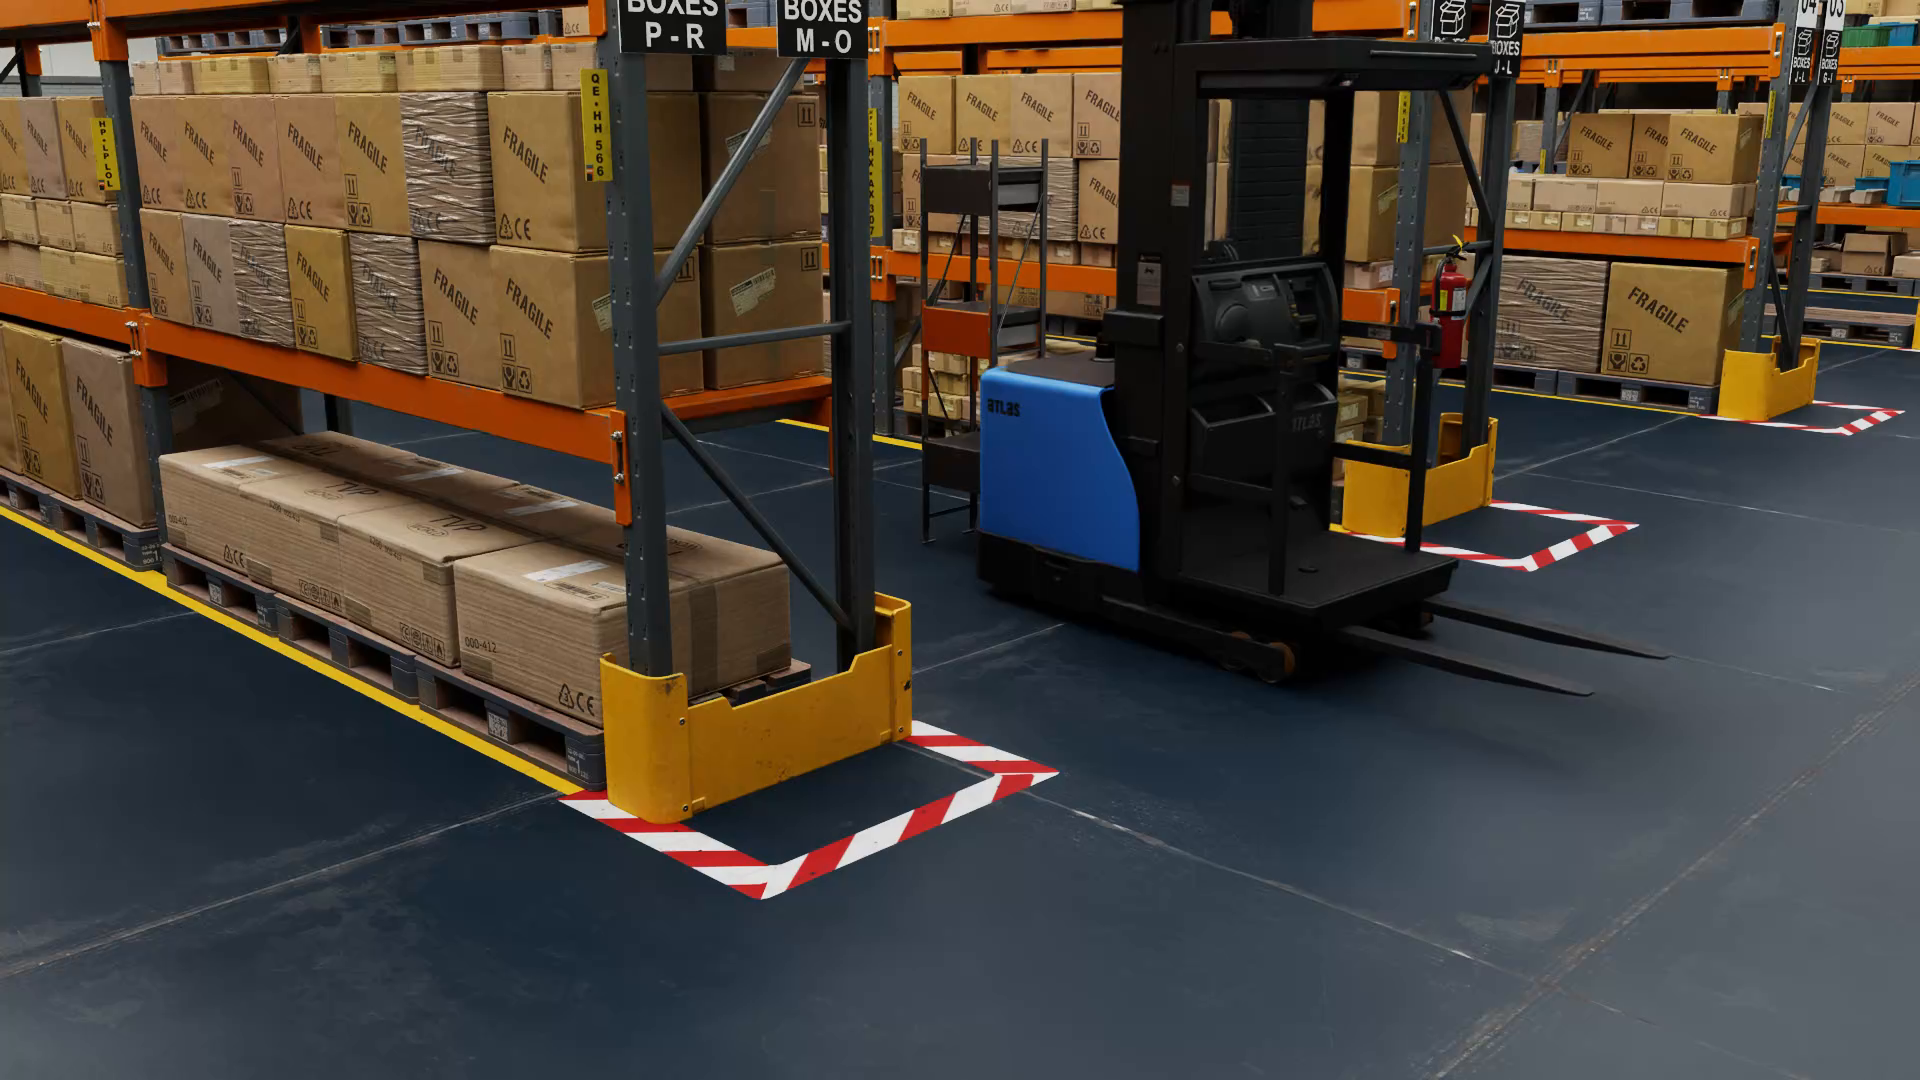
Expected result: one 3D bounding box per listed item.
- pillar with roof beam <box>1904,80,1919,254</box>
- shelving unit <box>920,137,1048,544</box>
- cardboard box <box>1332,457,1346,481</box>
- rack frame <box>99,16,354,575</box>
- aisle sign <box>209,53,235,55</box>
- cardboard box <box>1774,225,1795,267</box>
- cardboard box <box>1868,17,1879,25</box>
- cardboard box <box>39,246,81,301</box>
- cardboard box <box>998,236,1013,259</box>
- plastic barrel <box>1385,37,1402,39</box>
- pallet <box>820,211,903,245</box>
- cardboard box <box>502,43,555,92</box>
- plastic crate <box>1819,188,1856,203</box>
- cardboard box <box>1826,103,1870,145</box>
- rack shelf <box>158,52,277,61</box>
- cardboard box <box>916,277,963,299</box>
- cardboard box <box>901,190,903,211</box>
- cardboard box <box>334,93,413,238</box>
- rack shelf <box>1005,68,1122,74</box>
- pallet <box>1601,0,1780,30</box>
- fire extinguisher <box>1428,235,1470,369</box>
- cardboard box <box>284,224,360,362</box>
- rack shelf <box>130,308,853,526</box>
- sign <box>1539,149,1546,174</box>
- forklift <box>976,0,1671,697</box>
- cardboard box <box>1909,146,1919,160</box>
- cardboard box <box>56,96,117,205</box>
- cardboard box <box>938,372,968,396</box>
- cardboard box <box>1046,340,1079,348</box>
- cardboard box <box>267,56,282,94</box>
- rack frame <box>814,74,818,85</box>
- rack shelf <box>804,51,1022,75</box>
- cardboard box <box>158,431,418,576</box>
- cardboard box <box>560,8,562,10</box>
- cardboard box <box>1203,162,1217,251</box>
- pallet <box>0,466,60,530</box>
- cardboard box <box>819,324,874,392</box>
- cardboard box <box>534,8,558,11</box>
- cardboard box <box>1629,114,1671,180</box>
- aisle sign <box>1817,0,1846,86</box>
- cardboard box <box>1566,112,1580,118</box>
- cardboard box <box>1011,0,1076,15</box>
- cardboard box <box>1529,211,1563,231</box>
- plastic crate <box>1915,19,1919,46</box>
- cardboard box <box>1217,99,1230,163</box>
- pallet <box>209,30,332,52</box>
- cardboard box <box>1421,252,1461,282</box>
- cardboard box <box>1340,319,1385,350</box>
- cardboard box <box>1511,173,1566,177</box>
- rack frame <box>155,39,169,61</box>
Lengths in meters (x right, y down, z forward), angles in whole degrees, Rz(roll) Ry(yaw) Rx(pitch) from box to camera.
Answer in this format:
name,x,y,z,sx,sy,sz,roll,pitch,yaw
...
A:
name,x,y,z,sx,sy,sz,roll,pitch,yaw
pillar with roof beam,11.731,-8.014,21.841,0.400,9.000,9.100,14,20,42
shelving unit,0.119,-0.987,8.556,0.503,2.100,0.431,14,20,42
cardboard box,2.141,-0.456,9.553,0.250,0.149,0.380,14,20,43
rack frame,-3.578,-1.362,8.209,0.127,3.000,1.000,14,20,42
aisle sign,-8.696,-5.703,19.714,0.004,0.787,0.394,14,20,42
cardboard box,10.786,-3.913,22.085,0.500,0.500,0.500,14,20,42
cardboard box,11.070,-6.272,20.410,0.500,0.250,0.500,14,20,42
cardboard box,-4.442,-1.411,8.696,0.500,0.250,0.500,13,20,41
cardboard box,0.419,-1.930,10.888,0.250,0.149,0.380,13,19,40
plastic barrel,5.240,-6.197,19.715,0.433,0.535,0.433,0,15,0
pallet,-0.664,-2.345,12.364,1.213,0.211,1.003,14,20,42
cardboard box,-1.295,-1.574,5.557,0.380,0.149,0.250,-14,20,-43
plastic crate,8.707,-3.424,16.528,0.243,0.136,0.396,14,20,42
cardboard box,11.065,-5.176,20.668,0.500,0.500,0.500,13,19,41
rack shelf,-7.414,-5.131,18.154,4.000,0.370,1.077,14,20,42
cardboard box,-0.075,-2.977,18.495,0.500,0.500,0.700,12,19,39
cardboard box,-0.383,-2.559,12.471,0.250,0.149,0.380,14,20,43
cardboard box,-1.961,-1.408,6.206,0.500,0.500,0.500,14,20,42
rack shelf,2.419,-6.213,22.305,4.000,0.370,1.077,14,20,42
pallet,5.639,-3.997,12.550,1.213,0.211,1.003,14,20,42
fire extinguisher,2.526,-1.232,8.604,0.183,0.674,0.296,14,20,42
cardboard box,-2.338,-1.013,6.673,0.500,0.500,0.500,-14,20,-43
rack shelf,-2.138,-0.663,6.956,4.000,0.370,1.077,14,20,42
sign,6.355,-4.094,18.146,0.005,0.325,0.100,14,20,42
forklift,1.448,-0.986,6.902,1.130,2.935,3.031,-13,20,-41
cardboard box,11.816,-4.514,20.108,0.500,0.500,0.500,14,20,43
cardboard box,-4.074,-1.926,8.195,0.500,0.500,0.500,-14,20,-42
cardboard box,0.069,-1.096,11.420,0.250,0.149,0.380,14,20,43
cardboard box,0.618,-1.295,11.593,0.250,0.149,0.380,13,20,42
cardboard box,-2.576,-1.891,6.773,0.250,0.149,0.380,14,20,42
rack frame,-1.900,-6.160,26.623,0.127,3.000,1.000,14,20,42
rack shelf,-1.019,-5.314,18.855,4.000,0.370,1.077,14,20,42
cardboard box,-3.200,-0.196,7.983,0.875,0.438,0.875,13,20,41
cardboard box,-3.224,-4.647,14.335,0.250,0.149,0.380,13,19,40
cardboard box,1.424,-1.980,9.794,0.500,0.500,0.500,14,20,42
pallet,-5.068,-0.347,9.846,1.213,0.211,1.003,14,20,42
cardboard box,-0.922,-1.355,12.309,0.500,0.500,0.500,13,20,41
cardboard box,-3.678,-4.633,14.246,0.250,0.166,0.380,14,20,42
cardboard box,5.662,-3.115,13.159,0.500,0.500,0.500,13,19,41
aisle sign,6.440,-3.760,12.259,0.004,0.787,0.394,14,20,42
cardboard box,10.466,-7.188,28.212,0.250,0.149,0.380,11,18,35
cardboard box,0.664,-3.347,10.177,0.500,0.250,0.500,-13,20,-42
cardboard box,4.772,-2.565,13.326,0.250,0.149,0.380,14,20,42
plastic crate,9.534,-4.866,15.967,0.590,0.269,0.497,14,20,42
cardboard box,1.798,-2.378,9.337,0.500,0.500,0.500,13,19,40
pallet,-7.430,-5.445,18.108,1.213,0.211,1.003,14,20,42
cardboard box,2.659,-1.572,9.516,0.250,0.149,0.380,13,20,42
cardboard box,3.720,-2.205,14.828,0.875,0.875,0.875,14,20,42
cardboard box,4.905,-2.933,13.949,0.500,0.250,0.500,13,20,41
rack frame,-8.853,-4.378,19.785,0.127,3.000,1.000,14,20,42
